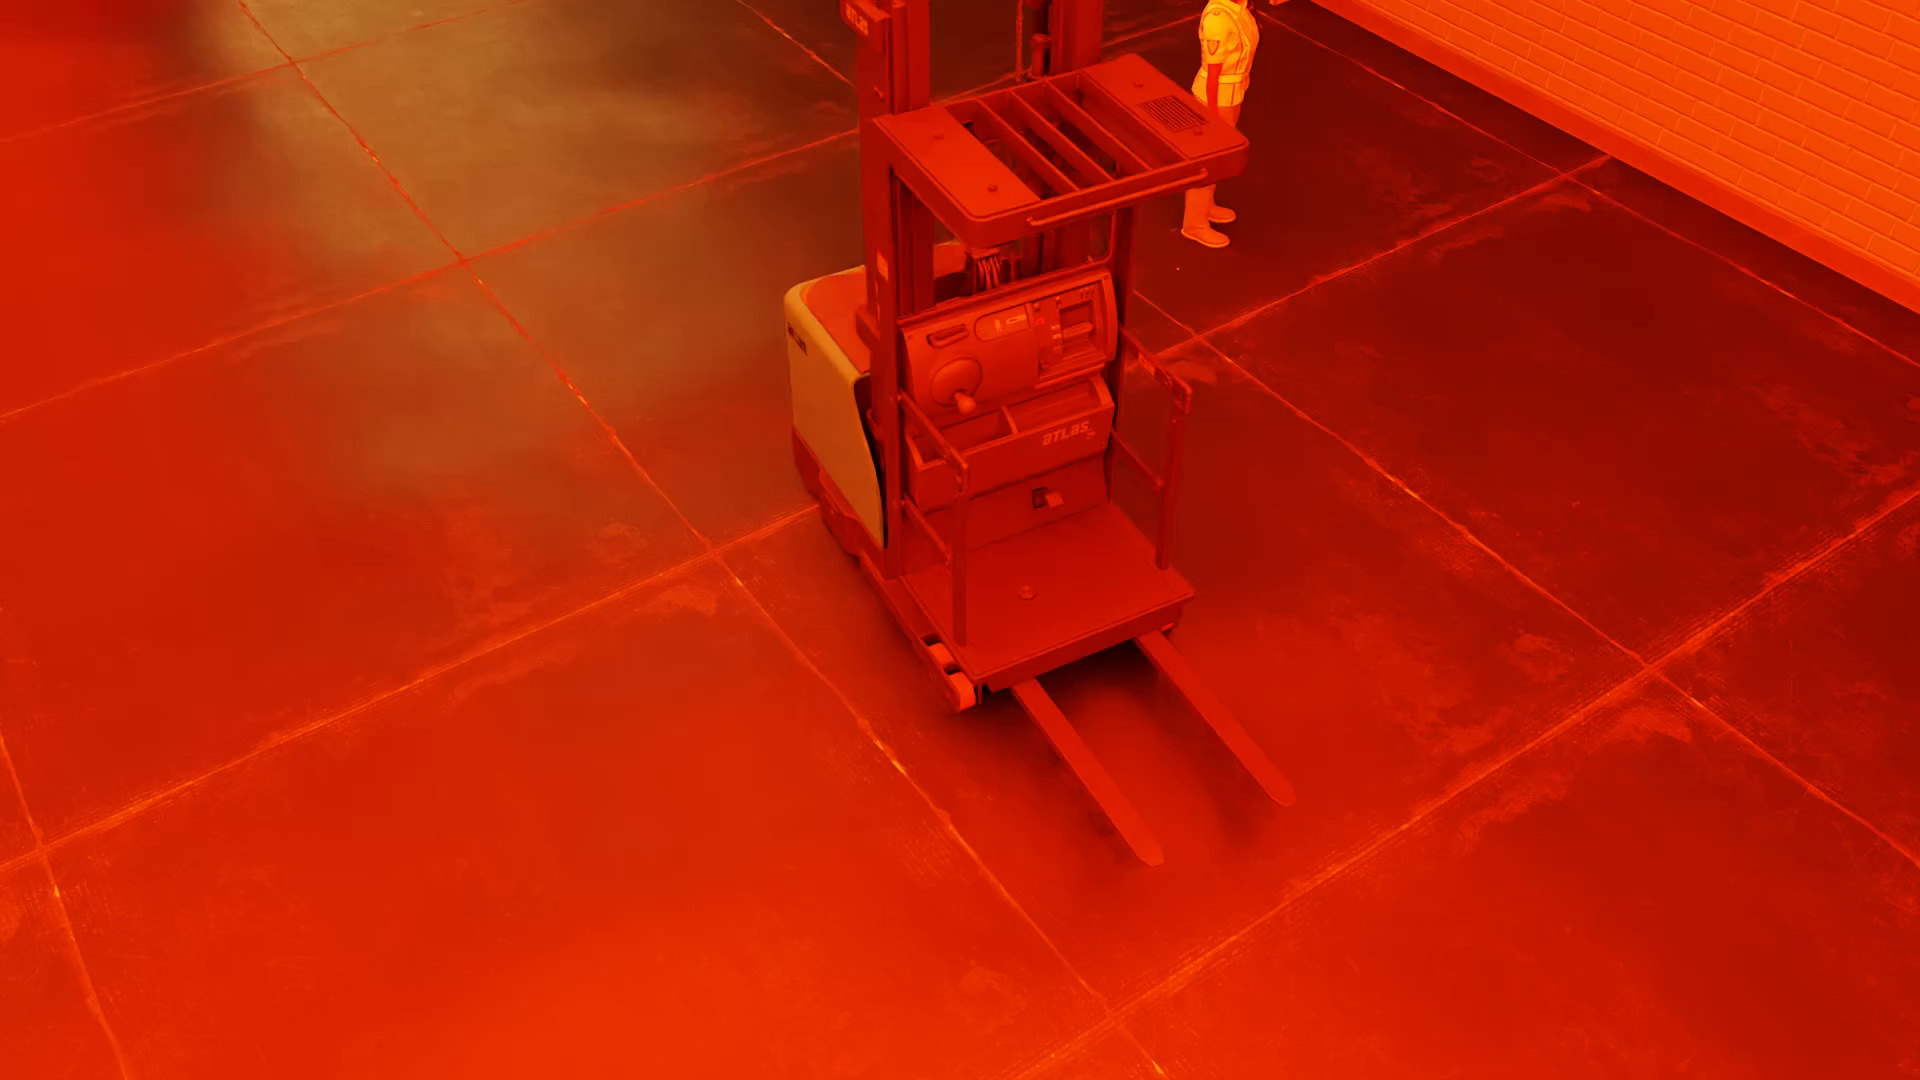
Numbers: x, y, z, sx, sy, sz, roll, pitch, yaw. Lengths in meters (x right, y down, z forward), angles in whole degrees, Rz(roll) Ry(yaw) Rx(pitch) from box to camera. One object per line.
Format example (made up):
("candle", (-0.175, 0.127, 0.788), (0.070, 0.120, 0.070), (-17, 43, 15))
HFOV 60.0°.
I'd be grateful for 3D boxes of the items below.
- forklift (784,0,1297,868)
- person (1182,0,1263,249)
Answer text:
("forklift", (0.312, -0.702, 6.477), (1.130, 2.935, 3.031), (-20, 46, -20))
("person", (1.469, -2.488, 9.335), (0.338, 1.691, 0.447), (13, 44, 13))
